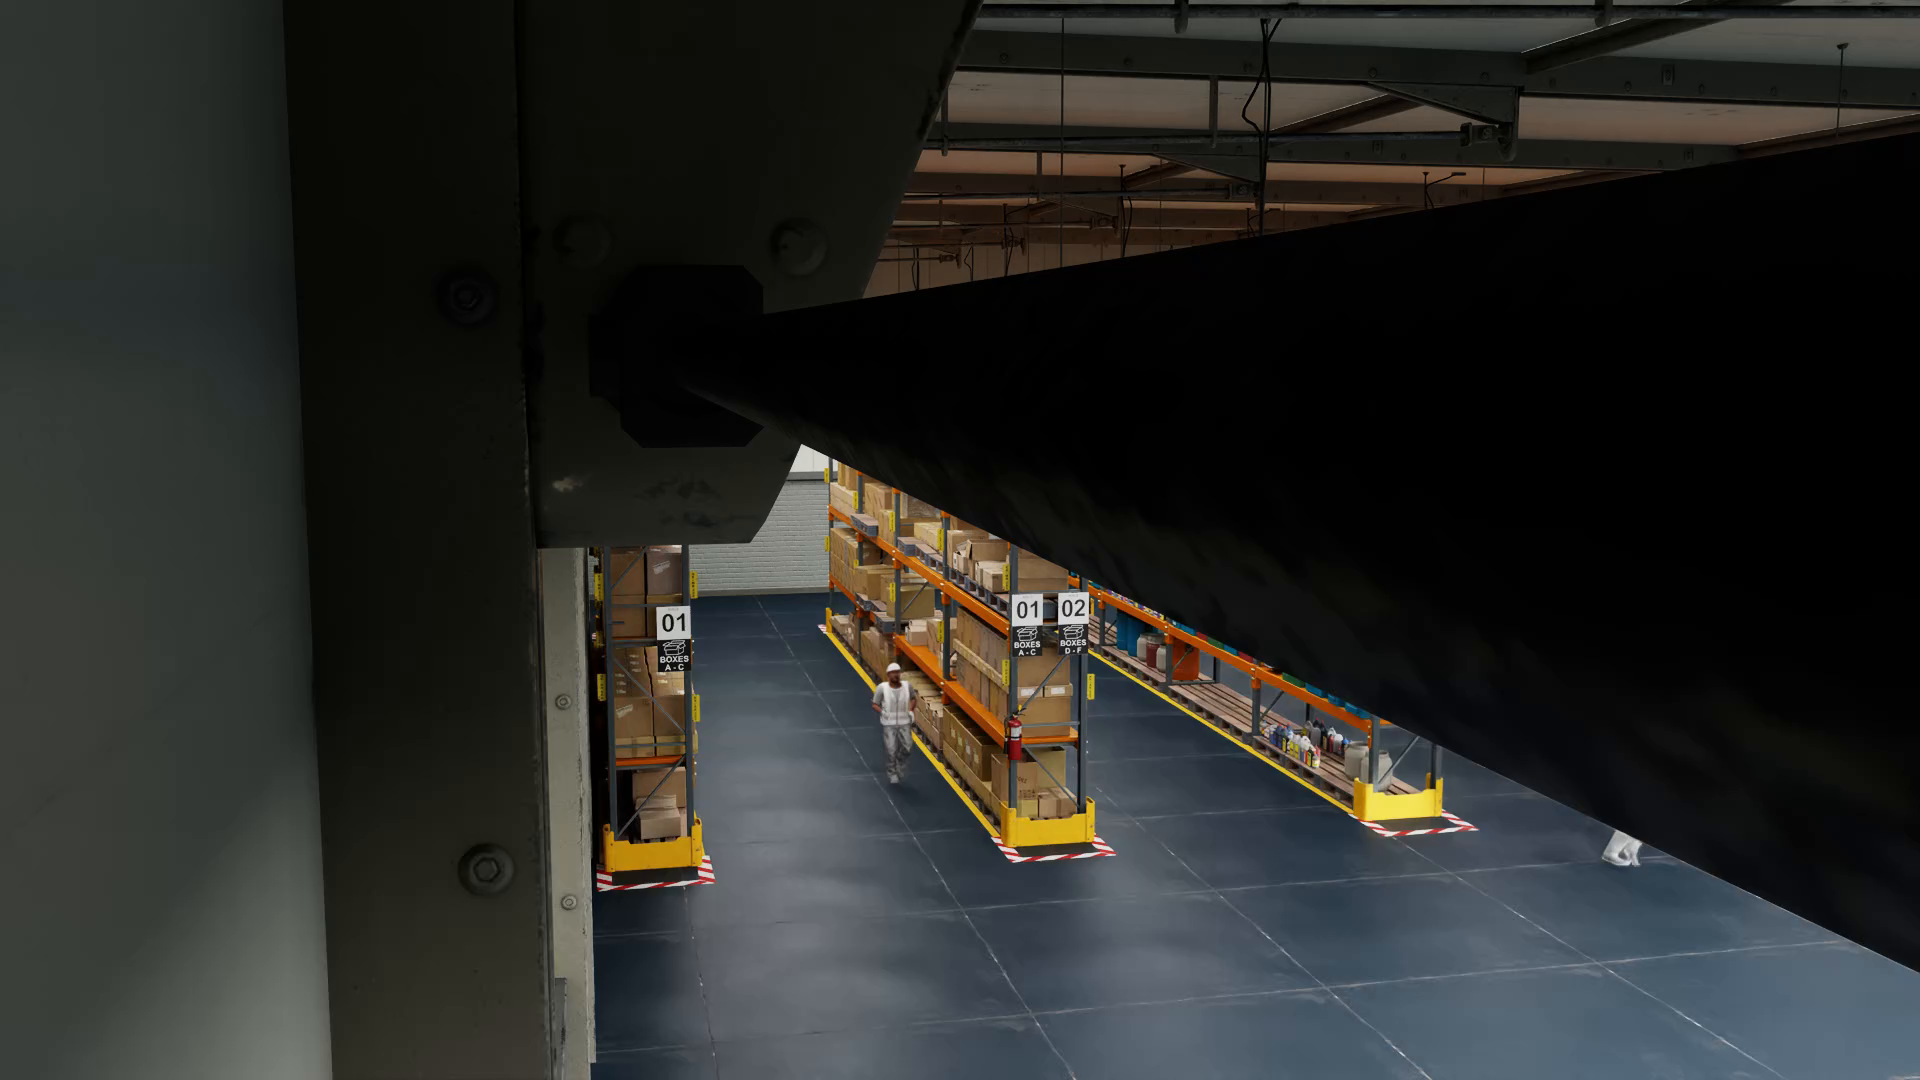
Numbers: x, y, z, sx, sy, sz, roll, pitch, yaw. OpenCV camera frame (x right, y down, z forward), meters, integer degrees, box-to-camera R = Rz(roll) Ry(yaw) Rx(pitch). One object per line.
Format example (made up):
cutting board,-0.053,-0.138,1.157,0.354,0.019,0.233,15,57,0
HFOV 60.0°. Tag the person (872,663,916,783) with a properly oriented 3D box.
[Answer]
person,-0.899,2.619,23.635,0.669,1.737,0.589,-2,7,-13

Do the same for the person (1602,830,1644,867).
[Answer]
person,8.165,3.102,20.033,0.709,1.824,0.680,3,8,26
